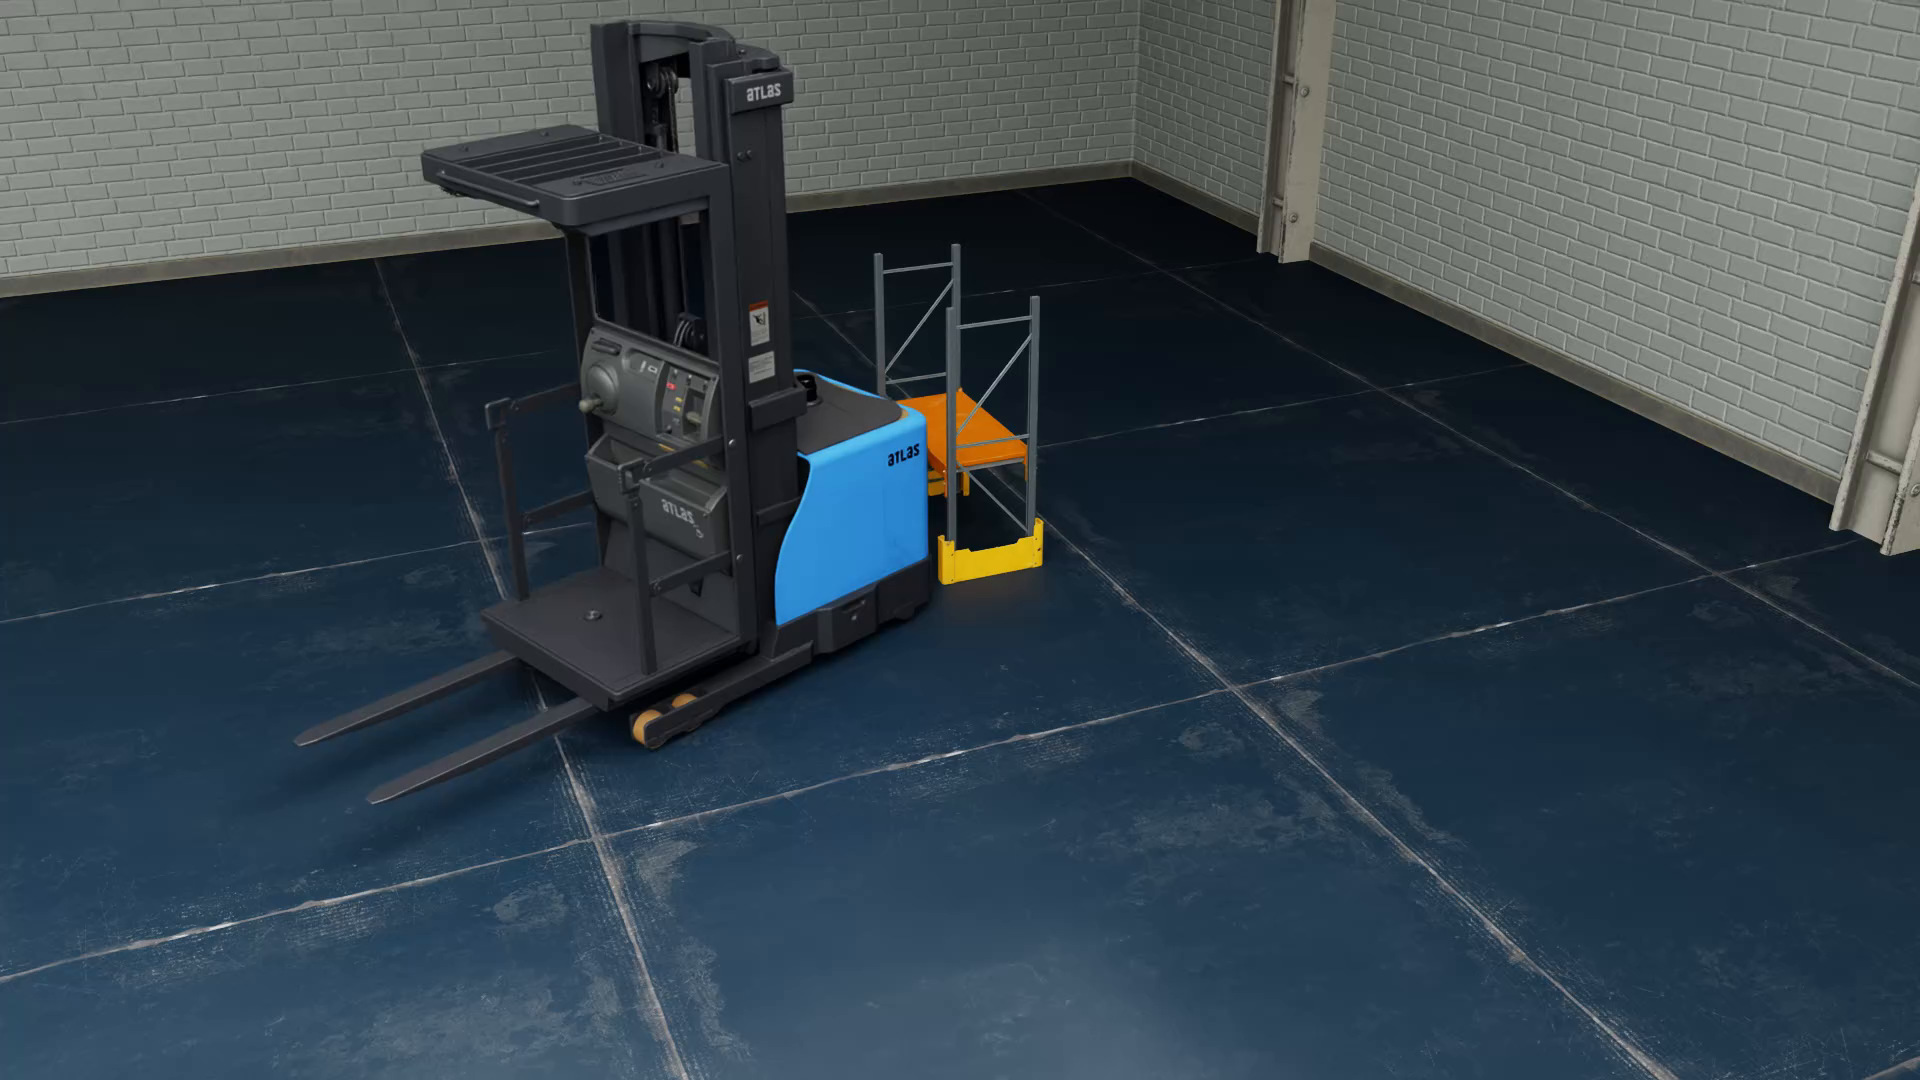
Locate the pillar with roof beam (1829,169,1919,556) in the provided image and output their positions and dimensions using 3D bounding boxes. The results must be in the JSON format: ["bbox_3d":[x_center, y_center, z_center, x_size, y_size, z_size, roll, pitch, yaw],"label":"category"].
[{"bbox_3d":[1.164,-3.323,5.800,9.100,9.000,0.400,-11,28,-21],"label":"pillar with roof beam"}]

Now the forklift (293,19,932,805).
[{"bbox_3d":[-1.526,-0.649,7.239,1.130,2.935,3.031,23,34,38],"label":"forklift"}]

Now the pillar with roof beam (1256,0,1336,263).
[{"bbox_3d":[-1.186,-5.746,10.761,9.100,9.000,0.400,-11,28,-21],"label":"pillar with roof beam"}]

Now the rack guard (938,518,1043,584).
[{"bbox_3d":[0.165,0.058,8.846,0.587,0.250,0.087,-11,28,-21],"label":"rack guard"}]

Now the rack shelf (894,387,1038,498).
[{"bbox_3d":[-0.033,-0.547,9.070,0.538,0.185,1.000,-11,28,-21],"label":"rack shelf"}]

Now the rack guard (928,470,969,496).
[{"bbox_3d":[-0.225,-0.344,9.670,0.587,0.250,0.087,-11,28,-21],"label":"rack guard"}]

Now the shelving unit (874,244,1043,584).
[{"bbox_3d":[-0.030,-0.705,8.984,0.587,1.500,1.083,-11,28,-21],"label":"shelving unit"}]

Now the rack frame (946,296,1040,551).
[{"bbox_3d":[0.166,-0.503,8.571,0.500,1.500,0.032,-11,28,-21],"label":"rack frame"}]

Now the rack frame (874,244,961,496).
[{"bbox_3d":[-0.232,-0.914,9.412,0.500,1.500,0.032,-11,28,-21],"label":"rack frame"}]
